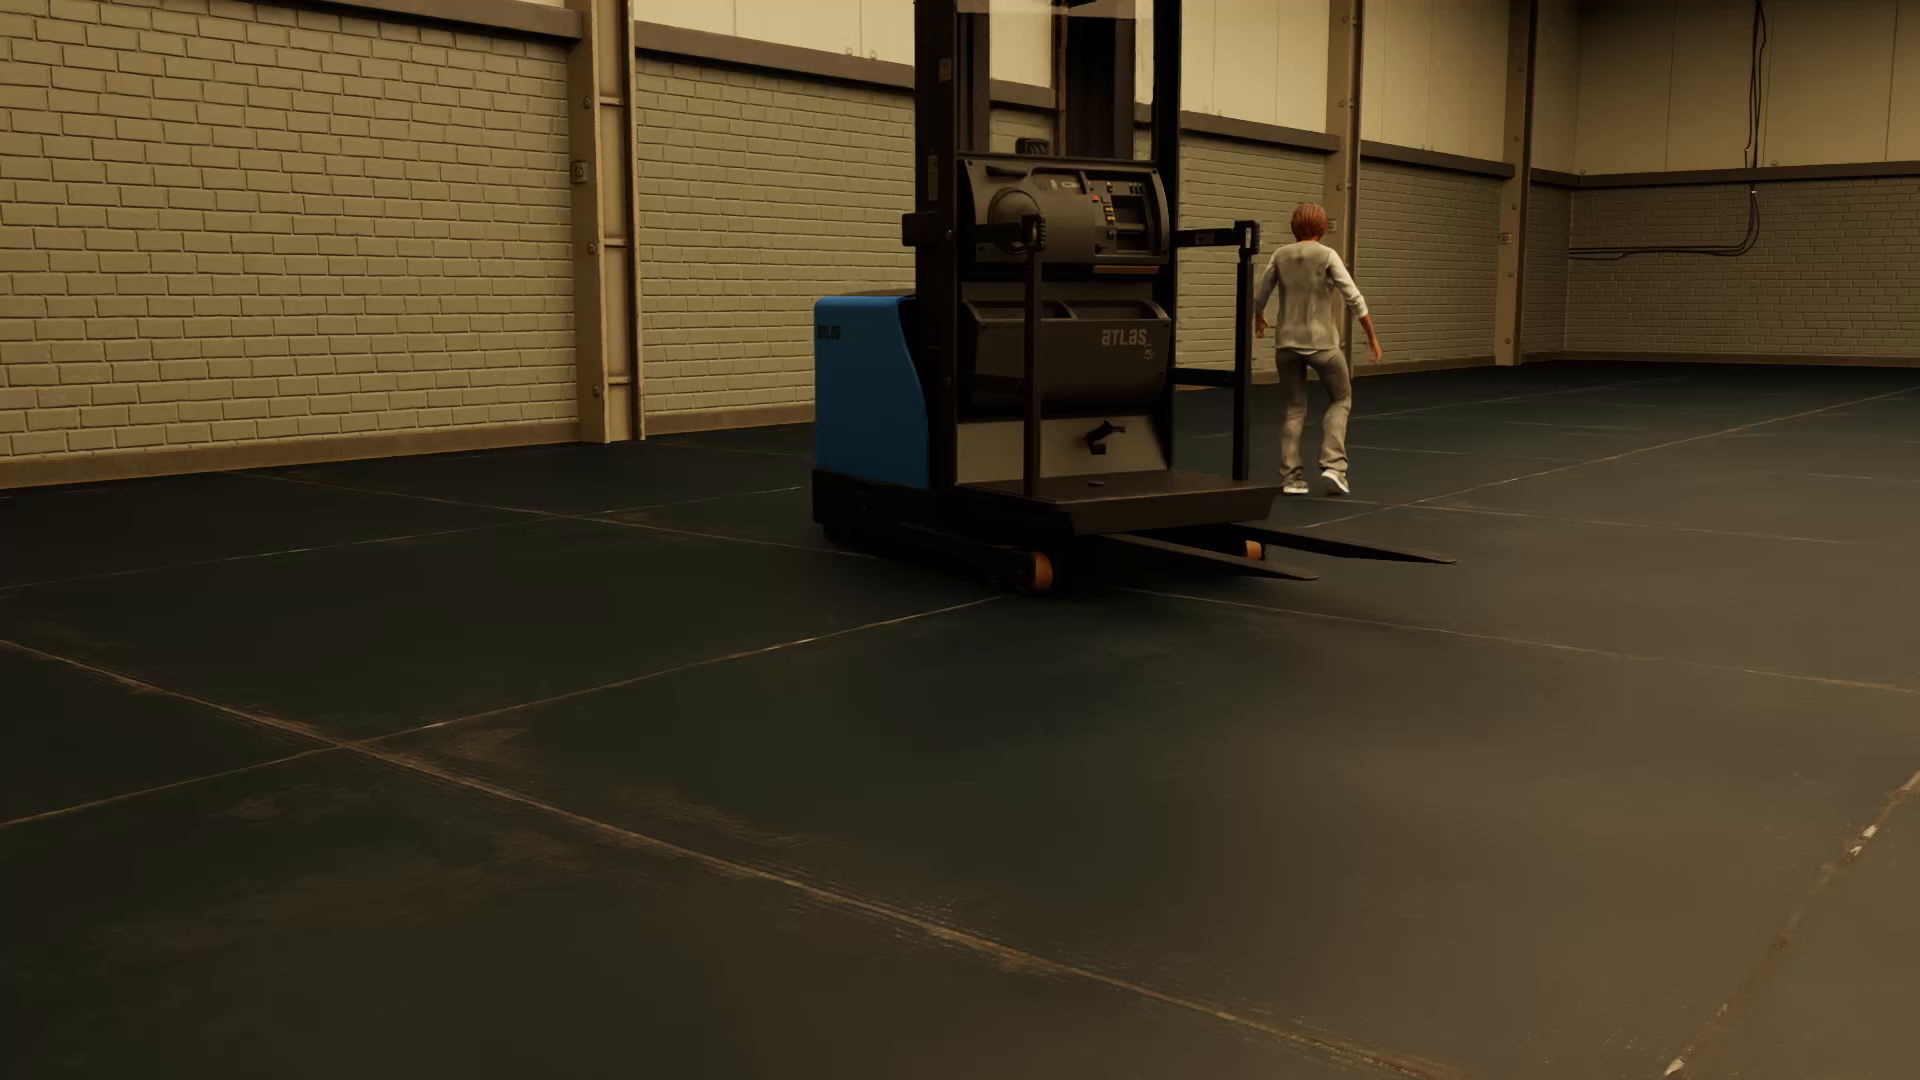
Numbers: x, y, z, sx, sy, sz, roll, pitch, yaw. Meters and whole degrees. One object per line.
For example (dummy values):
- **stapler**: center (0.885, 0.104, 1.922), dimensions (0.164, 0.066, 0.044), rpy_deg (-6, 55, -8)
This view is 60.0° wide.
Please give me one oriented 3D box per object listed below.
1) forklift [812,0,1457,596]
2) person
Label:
- **forklift**: center (0.539, -1.324, 6.329), dimensions (1.130, 2.935, 3.031), rpy_deg (-5, 10, -31)
- **person**: center (1.902, -1.022, 9.066), dimensions (0.774, 1.606, 0.422), rpy_deg (6, 10, 36)
